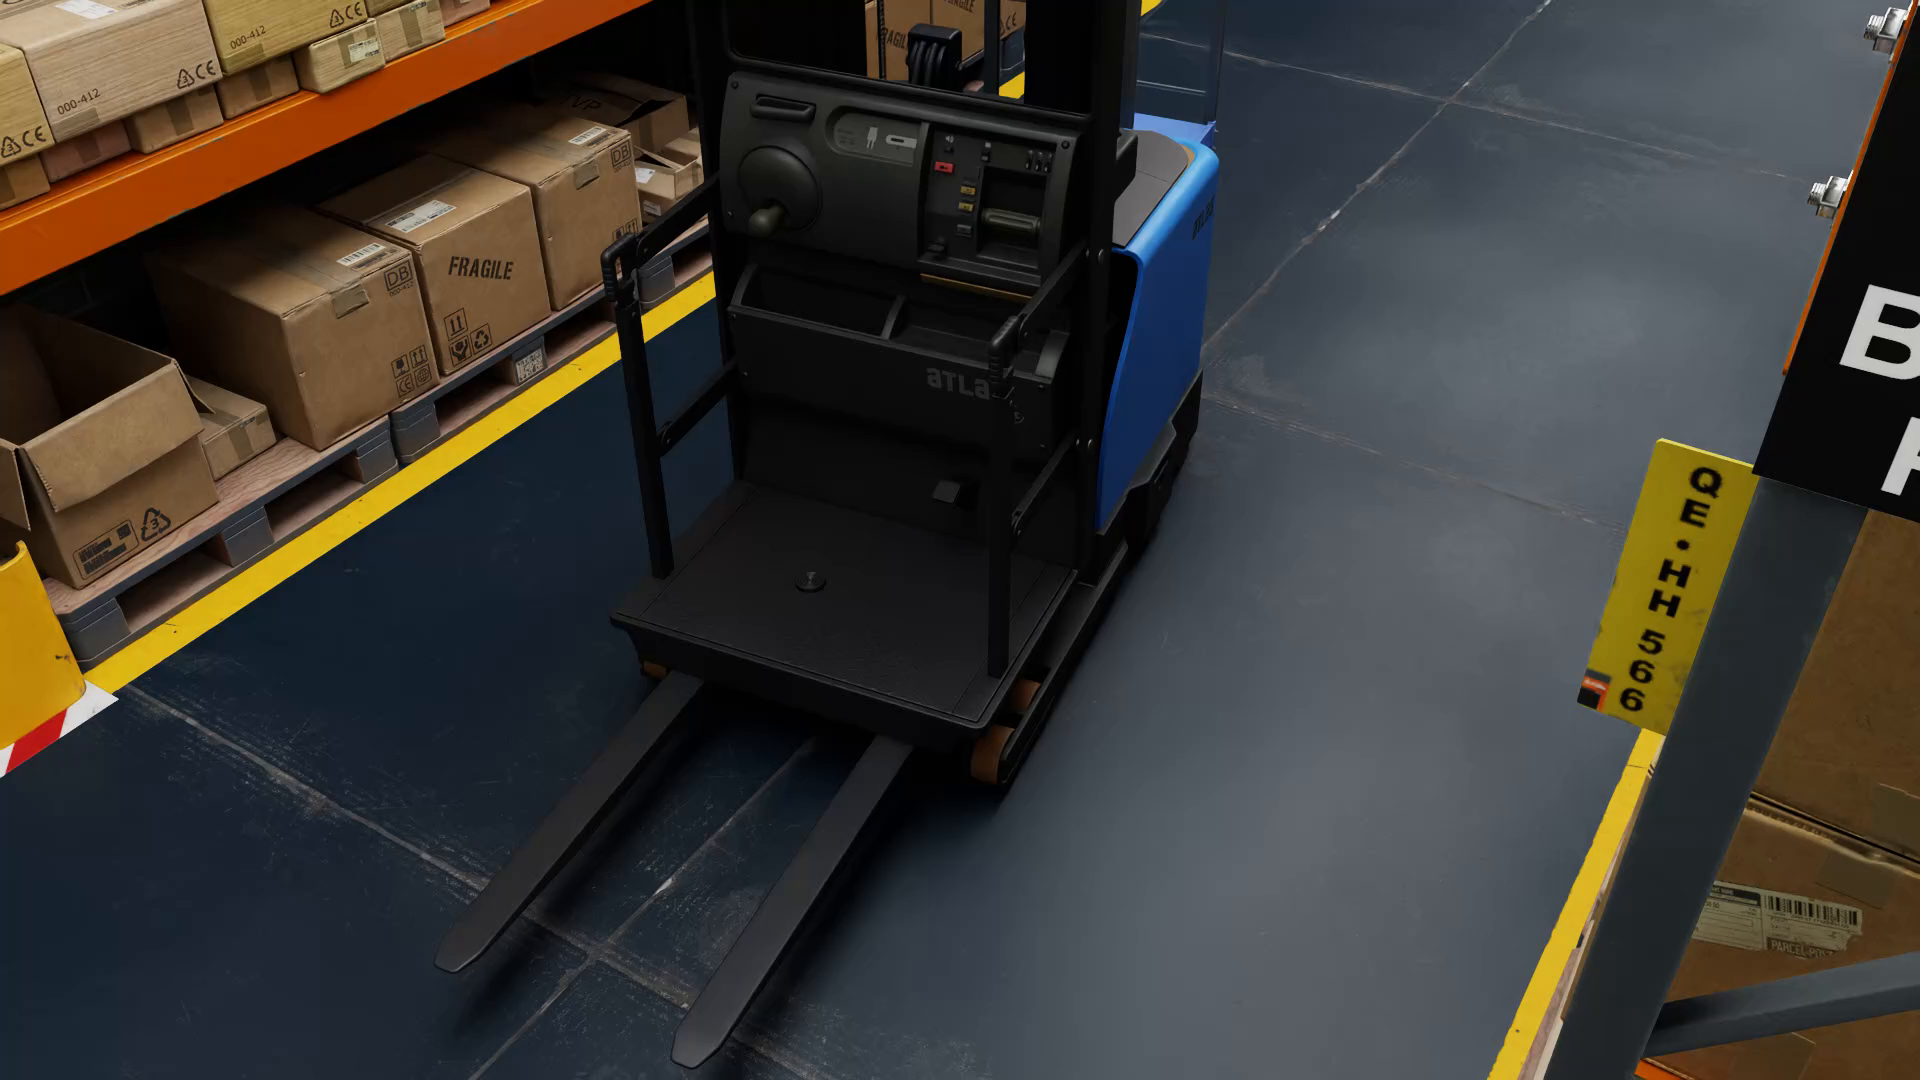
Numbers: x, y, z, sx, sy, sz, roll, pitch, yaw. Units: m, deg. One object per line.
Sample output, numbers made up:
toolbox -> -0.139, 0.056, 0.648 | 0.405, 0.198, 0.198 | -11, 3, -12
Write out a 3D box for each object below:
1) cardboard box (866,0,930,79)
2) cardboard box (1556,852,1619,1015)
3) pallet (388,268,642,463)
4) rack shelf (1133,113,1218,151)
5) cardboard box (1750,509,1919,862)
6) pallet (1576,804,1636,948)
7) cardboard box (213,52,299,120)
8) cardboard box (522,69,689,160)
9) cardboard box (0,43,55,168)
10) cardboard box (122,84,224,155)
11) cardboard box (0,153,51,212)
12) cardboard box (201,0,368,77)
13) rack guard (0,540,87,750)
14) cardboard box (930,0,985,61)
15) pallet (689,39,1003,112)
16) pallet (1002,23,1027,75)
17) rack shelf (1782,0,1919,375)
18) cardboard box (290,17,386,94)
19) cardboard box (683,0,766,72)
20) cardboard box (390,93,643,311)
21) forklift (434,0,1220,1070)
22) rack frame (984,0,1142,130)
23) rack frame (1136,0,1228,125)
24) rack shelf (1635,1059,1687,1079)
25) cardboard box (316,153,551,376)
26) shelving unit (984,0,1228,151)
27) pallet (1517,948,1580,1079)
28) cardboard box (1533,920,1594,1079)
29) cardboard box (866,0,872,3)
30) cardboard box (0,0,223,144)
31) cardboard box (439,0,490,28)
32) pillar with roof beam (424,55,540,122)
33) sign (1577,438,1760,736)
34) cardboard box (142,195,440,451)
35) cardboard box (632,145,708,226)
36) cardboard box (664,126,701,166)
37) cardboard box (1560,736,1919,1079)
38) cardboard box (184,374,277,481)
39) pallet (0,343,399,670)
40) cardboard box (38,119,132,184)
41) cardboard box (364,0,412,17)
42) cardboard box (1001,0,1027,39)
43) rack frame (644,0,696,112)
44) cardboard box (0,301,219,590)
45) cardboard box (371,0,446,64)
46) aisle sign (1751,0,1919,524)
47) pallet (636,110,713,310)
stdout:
cardboard box -> -0.477, -2.246, 7.410 | 0.500, 0.500, 0.500 | 23, 43, 27
cardboard box -> 1.876, 0.791, 3.521 | 0.875, 0.438, 0.875 | 22, 43, 26
pallet -> -1.948, -0.804, 6.120 | 1.003, 0.211, 1.213 | 21, 42, 25
rack shelf -> 0.517, -1.271, 5.965 | 0.538, 0.185, 1.000 | 15, 40, 19
cardboard box -> 1.181, 0.028, 1.856 | 0.500, 0.500, 0.500 | 23, 43, 27
pallet -> 2.141, 0.830, 4.000 | 1.003, 0.211, 1.213 | 21, 42, 25
cardboard box -> -2.128, -1.354, 4.755 | 0.380, 0.149, 0.250 | 22, 43, 26
cardboard box -> -1.480, -1.732, 6.898 | 0.500, 0.311, 0.500 | 23, 43, 27
cardboard box -> -2.599, -1.036, 4.016 | 0.500, 0.250, 0.500 | 21, 42, 25
cardboard box -> -2.266, -1.215, 4.575 | 0.380, 0.149, 0.250 | 23, 43, 26
cardboard box -> -2.564, -0.958, 4.241 | 0.380, 0.149, 0.250 | 22, 43, 26
cardboard box -> -2.060, -1.558, 4.693 | 0.500, 0.250, 0.500 | 20, 42, 24
rack guard -> -3.028, 0.119, 4.686 | 1.175, 0.500, 0.348 | 21, 42, 25
cardboard box -> -0.200, -2.523, 7.770 | 0.500, 0.500, 0.500 | 21, 42, 25
pallet -> -0.522, -2.221, 7.958 | 1.003, 0.211, 1.213 | 21, 42, 25
pallet -> 0.131, -2.852, 8.777 | 1.003, 0.211, 1.213 | 21, 42, 25
rack shelf -> 2.196, -1.144, 2.409 | 1.077, 0.370, 4.000 | 21, 42, 25
cardboard box -> -1.929, -1.459, 4.892 | 0.380, 0.149, 0.250 | 20, 42, 24
cardboard box -> -0.913, -2.420, 7.635 | 0.500, 0.500, 0.500 | 21, 42, 25
cardboard box -> -1.614, -1.255, 6.125 | 0.700, 0.500, 0.500 | 20, 42, 23
forklift -> -0.251, -0.812, 3.902 | 1.130, 2.935, 3.031 | 15, 40, 19
rack frame -> 0.313, -1.129, 5.486 | 0.500, 1.500, 0.032 | 15, 40, 19
rack frame -> 0.722, -1.697, 6.223 | 0.500, 1.500, 0.032 | 15, 40, 19
rack shelf -> 2.196, 0.044, 3.325 | 1.077, 0.370, 4.000 | 21, 42, 25
cardboard box -> -1.803, -0.960, 5.742 | 0.500, 0.500, 0.500 | 22, 43, 26
shelving unit -> 0.517, -1.413, 5.855 | 0.538, 1.500, 1.048 | 15, 40, 19
pallet -> 1.486, 1.457, 3.187 | 1.003, 0.211, 1.213 | 21, 42, 25
cardboard box -> 1.393, 1.266, 2.906 | 0.875, 0.438, 0.875 | 20, 42, 24
cardboard box -> -0.509, -2.425, 7.110 | 0.380, 0.149, 0.250 | 23, 43, 27
cardboard box -> -2.329, -1.296, 4.353 | 0.500, 0.250, 0.500 | 22, 43, 26
cardboard box -> -1.725, -1.757, 5.279 | 0.380, 0.149, 0.250 | 21, 42, 25
pillar with roof beam -> 1.575, -3.797, 2.805 | 9.100, 9.000, 0.400 | 21, 42, 25
sign -> 0.673, 0.053, 1.582 | 0.100, 0.325, 0.005 | 21, 42, 25
cardboard box -> -2.171, -0.720, 5.431 | 0.700, 0.500, 0.500 | 23, 43, 27
cardboard box -> -1.168, -1.410, 6.517 | 0.396, 0.266, 0.258 | 23, 43, 27
cardboard box -> -0.977, -1.547, 6.792 | 0.380, 0.149, 0.250 | 20, 42, 24
cardboard box -> 1.159, 0.415, 2.172 | 0.500, 0.500, 0.500 | 21, 42, 25
cardboard box -> -2.401, -0.359, 5.250 | 0.380, 0.149, 0.250 | 19, 42, 23
pallet -> -2.602, -0.177, 5.307 | 1.003, 0.211, 1.213 | 21, 42, 25
cardboard box -> -2.453, -1.105, 4.432 | 0.380, 0.149, 0.250 | 21, 42, 25
cardboard box -> -1.804, -1.829, 5.044 | 0.500, 0.250, 0.500 | 20, 42, 24
cardboard box -> 0.071, -2.779, 8.102 | 0.500, 0.500, 0.500 | 20, 42, 24
rack frame -> -0.926, -2.893, 6.547 | 1.000, 3.000, 0.127 | 21, 42, 25
cardboard box -> -2.661, -0.293, 4.874 | 0.797, 0.503, 0.637 | 19, 42, 23
cardboard box -> -1.805, -1.602, 5.077 | 0.380, 0.149, 0.250 | 22, 43, 26
aisle sign -> 0.824, -0.304, 1.058 | 0.394, 0.787, 0.004 | 21, 42, 25
pallet -> -1.295, -1.435, 6.939 | 1.003, 0.211, 1.213 | 21, 42, 25
